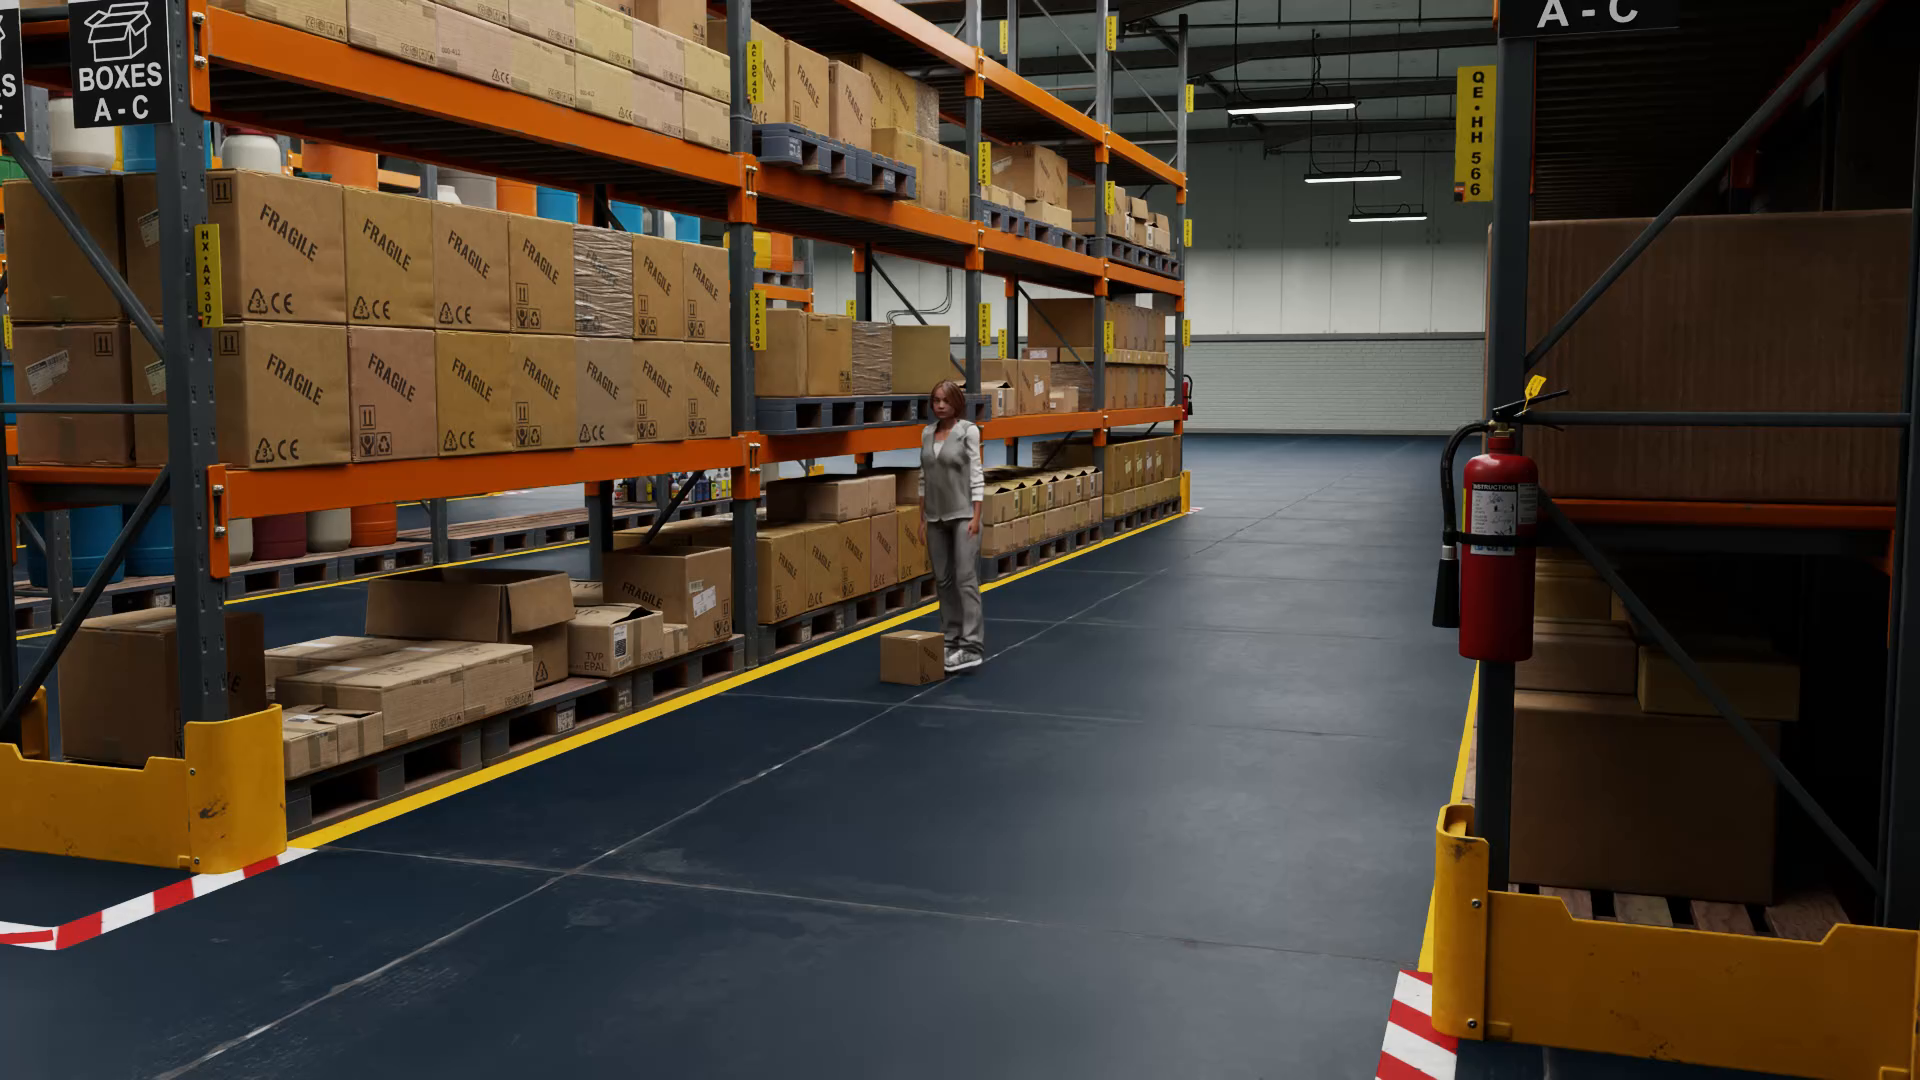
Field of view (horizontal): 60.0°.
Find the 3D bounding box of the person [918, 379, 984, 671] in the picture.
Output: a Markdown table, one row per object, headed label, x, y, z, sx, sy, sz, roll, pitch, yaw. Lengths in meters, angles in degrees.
| label | x | y | z | sx | sy | sz | roll | pitch | yaw |
| --- | --- | --- | --- | --- | --- | --- | --- | --- | --- |
| person | -0.063 | -0.074 | 9.284 | 0.489 | 1.576 | 0.425 | 4 | 6 | 33 |
